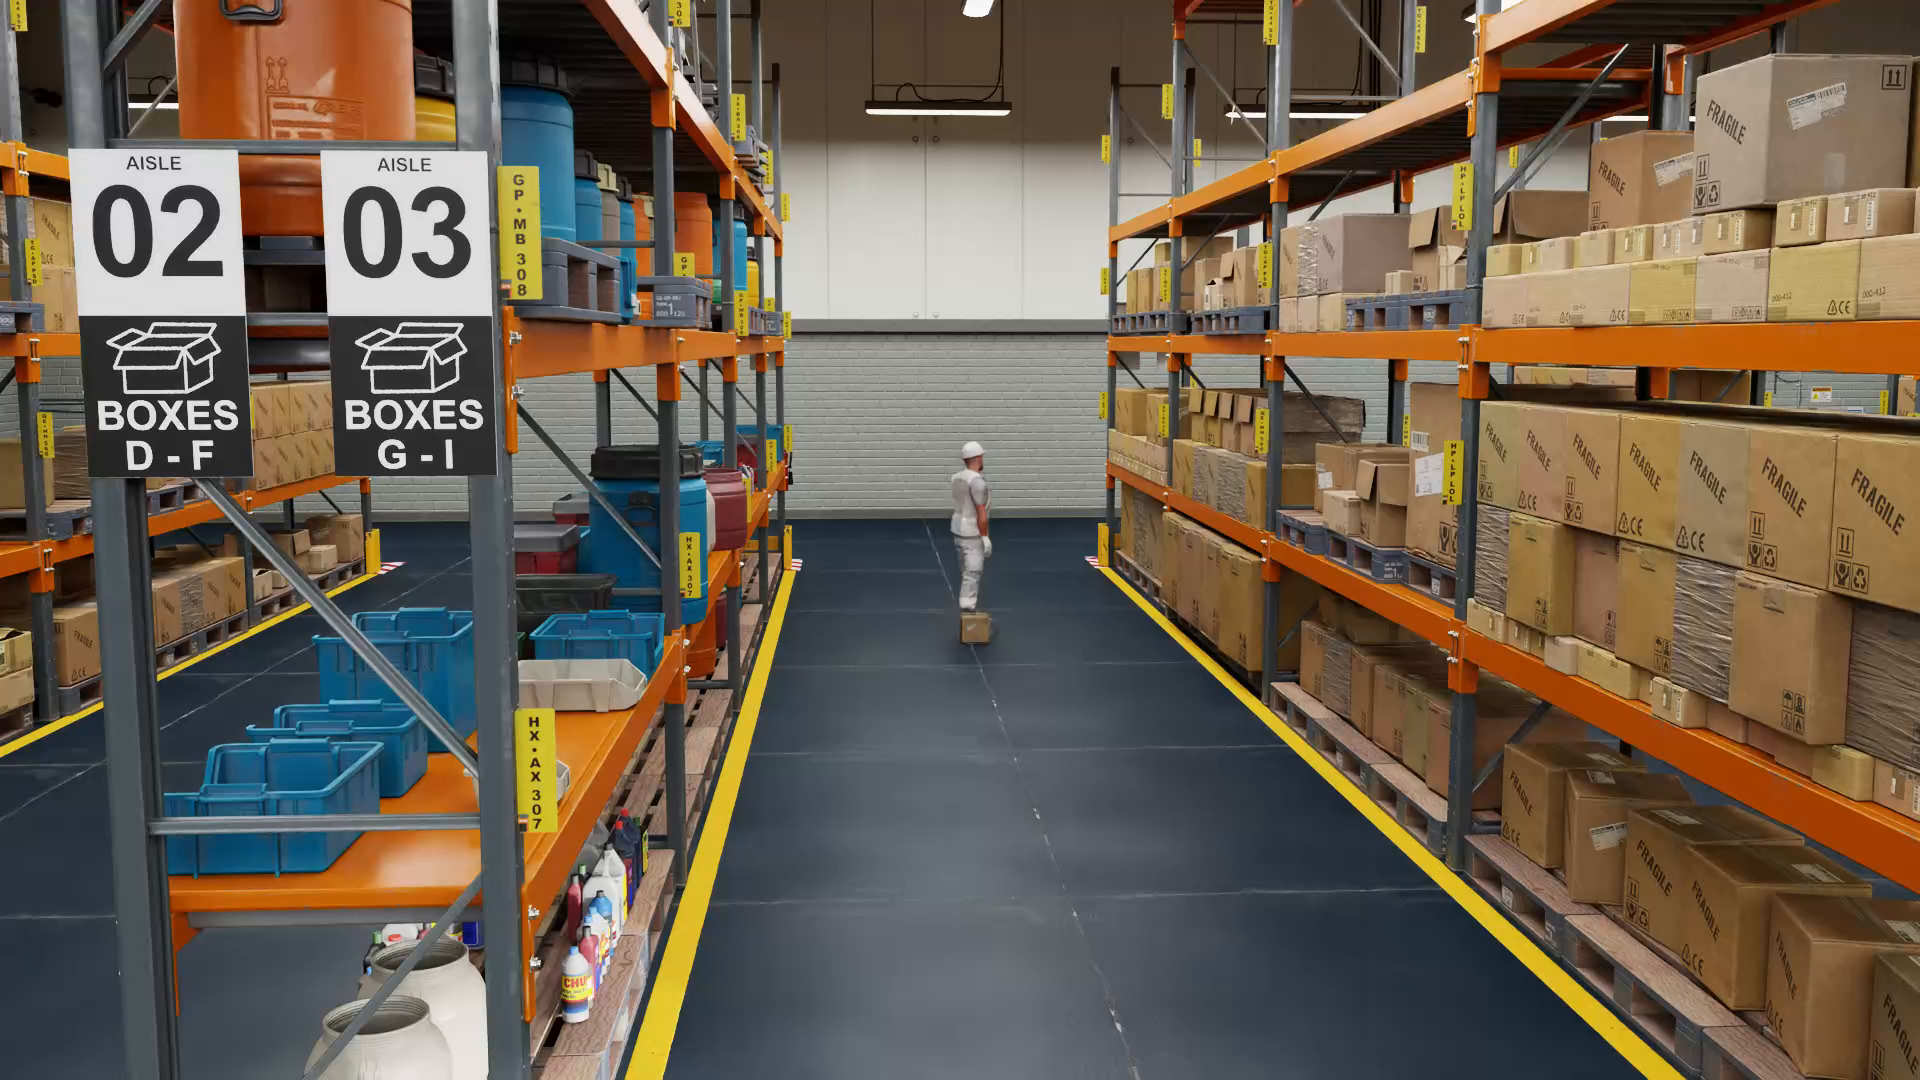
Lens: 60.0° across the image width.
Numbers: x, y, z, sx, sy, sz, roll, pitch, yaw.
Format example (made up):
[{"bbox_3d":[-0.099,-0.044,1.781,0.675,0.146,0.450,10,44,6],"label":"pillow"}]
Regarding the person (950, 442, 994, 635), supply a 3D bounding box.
[{"bbox_3d":[0.157,-0.024,15.577,0.467,1.794,0.594,-3,7,-25],"label":"person"}]
